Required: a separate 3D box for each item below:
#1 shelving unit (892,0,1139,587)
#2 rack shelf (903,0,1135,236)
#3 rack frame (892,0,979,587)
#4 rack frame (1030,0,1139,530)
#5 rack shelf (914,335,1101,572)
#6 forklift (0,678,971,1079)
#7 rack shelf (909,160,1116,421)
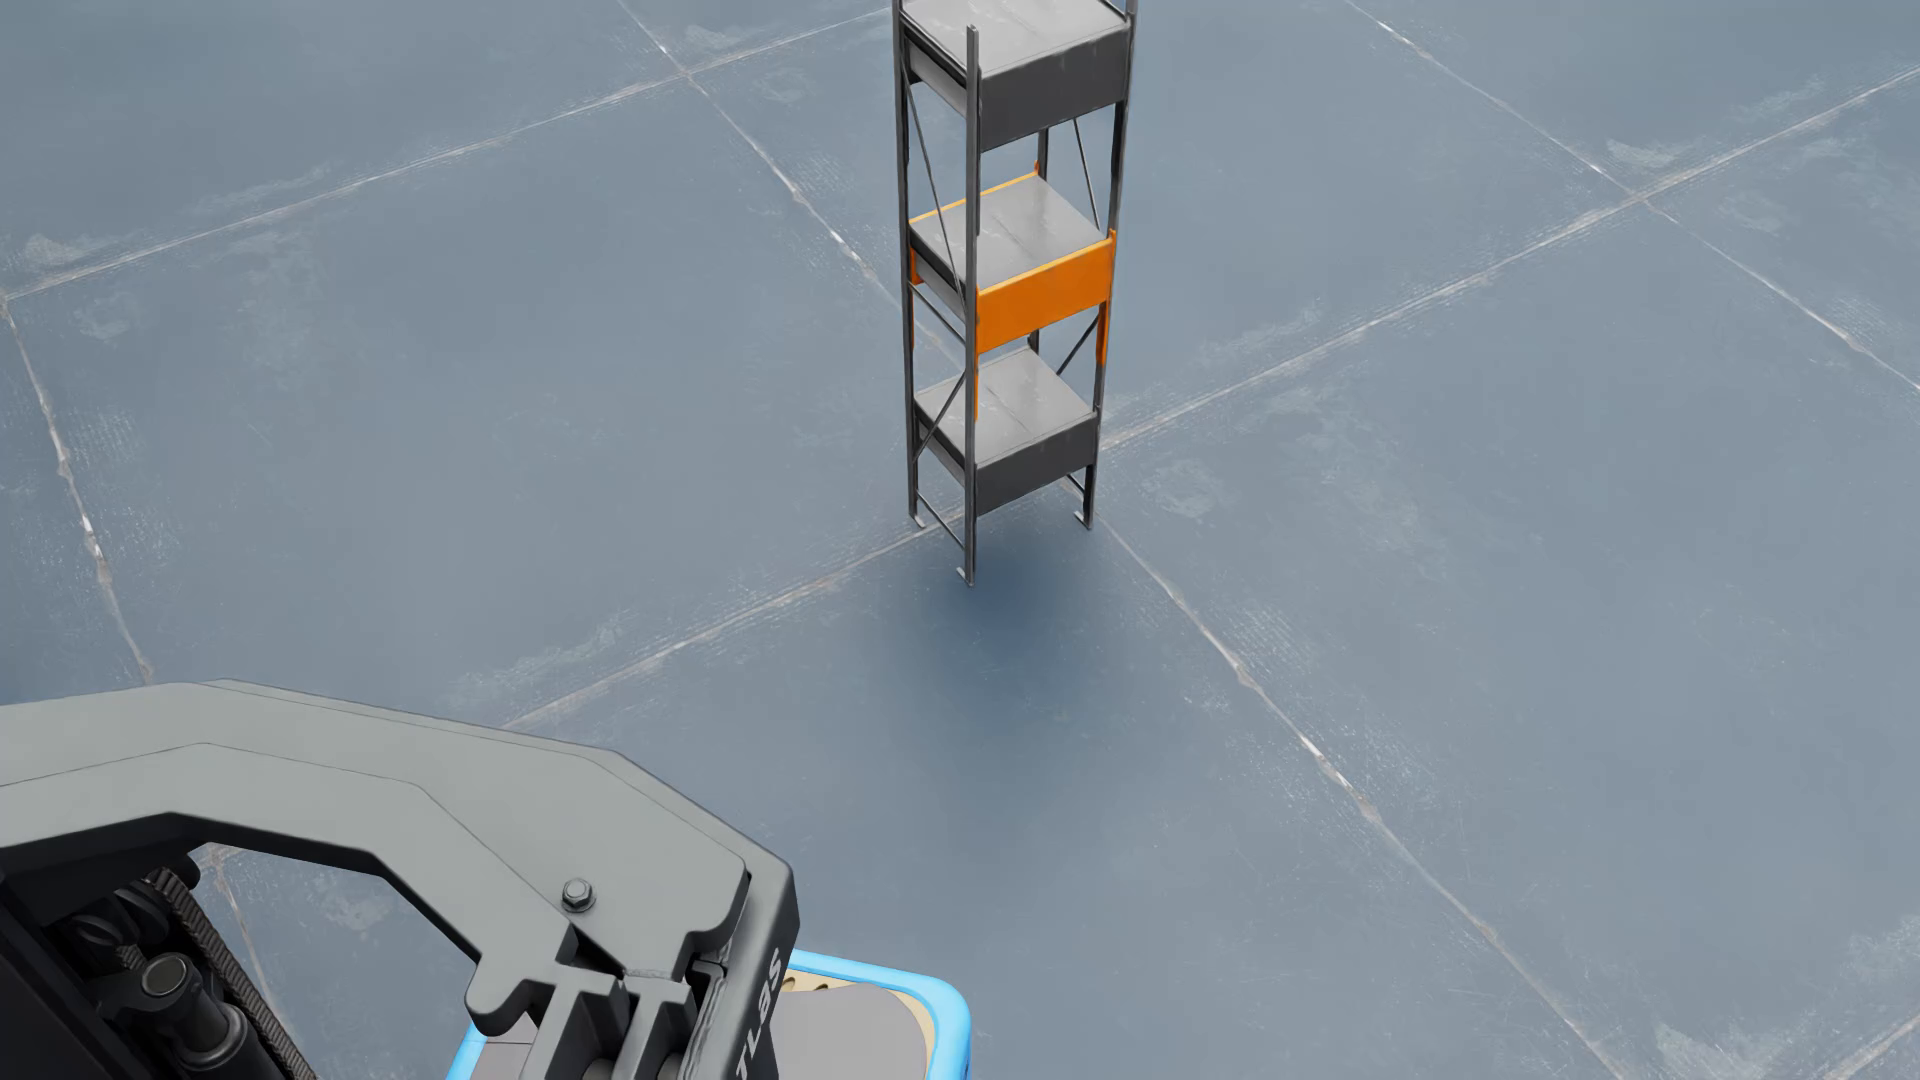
[{"bbox_3d":[0.140,-0.764,5.025,0.503,2.100,0.431,-25,53,-21],"label":"shelving unit"},{"bbox_3d":[0.140,-1.221,4.512,0.480,0.518,0.431,-25,53,-21],"label":"rack shelf"},{"bbox_3d":[-0.066,-0.667,4.938,0.015,2.100,0.400,-25,53,-21],"label":"rack frame"},{"bbox_3d":[0.346,-0.861,5.111,0.015,2.100,0.400,-25,53,-21],"label":"rack frame"},{"bbox_3d":[0.140,-0.290,5.558,0.480,0.518,0.431,-25,53,-21],"label":"rack shelf"},{"bbox_3d":[-0.780,1.673,2.297,1.130,2.935,3.031,9,49,8],"label":"forklift"},{"bbox_3d":[0.140,-0.755,5.035,0.480,0.518,0.431,-25,53,-21],"label":"rack shelf"}]
